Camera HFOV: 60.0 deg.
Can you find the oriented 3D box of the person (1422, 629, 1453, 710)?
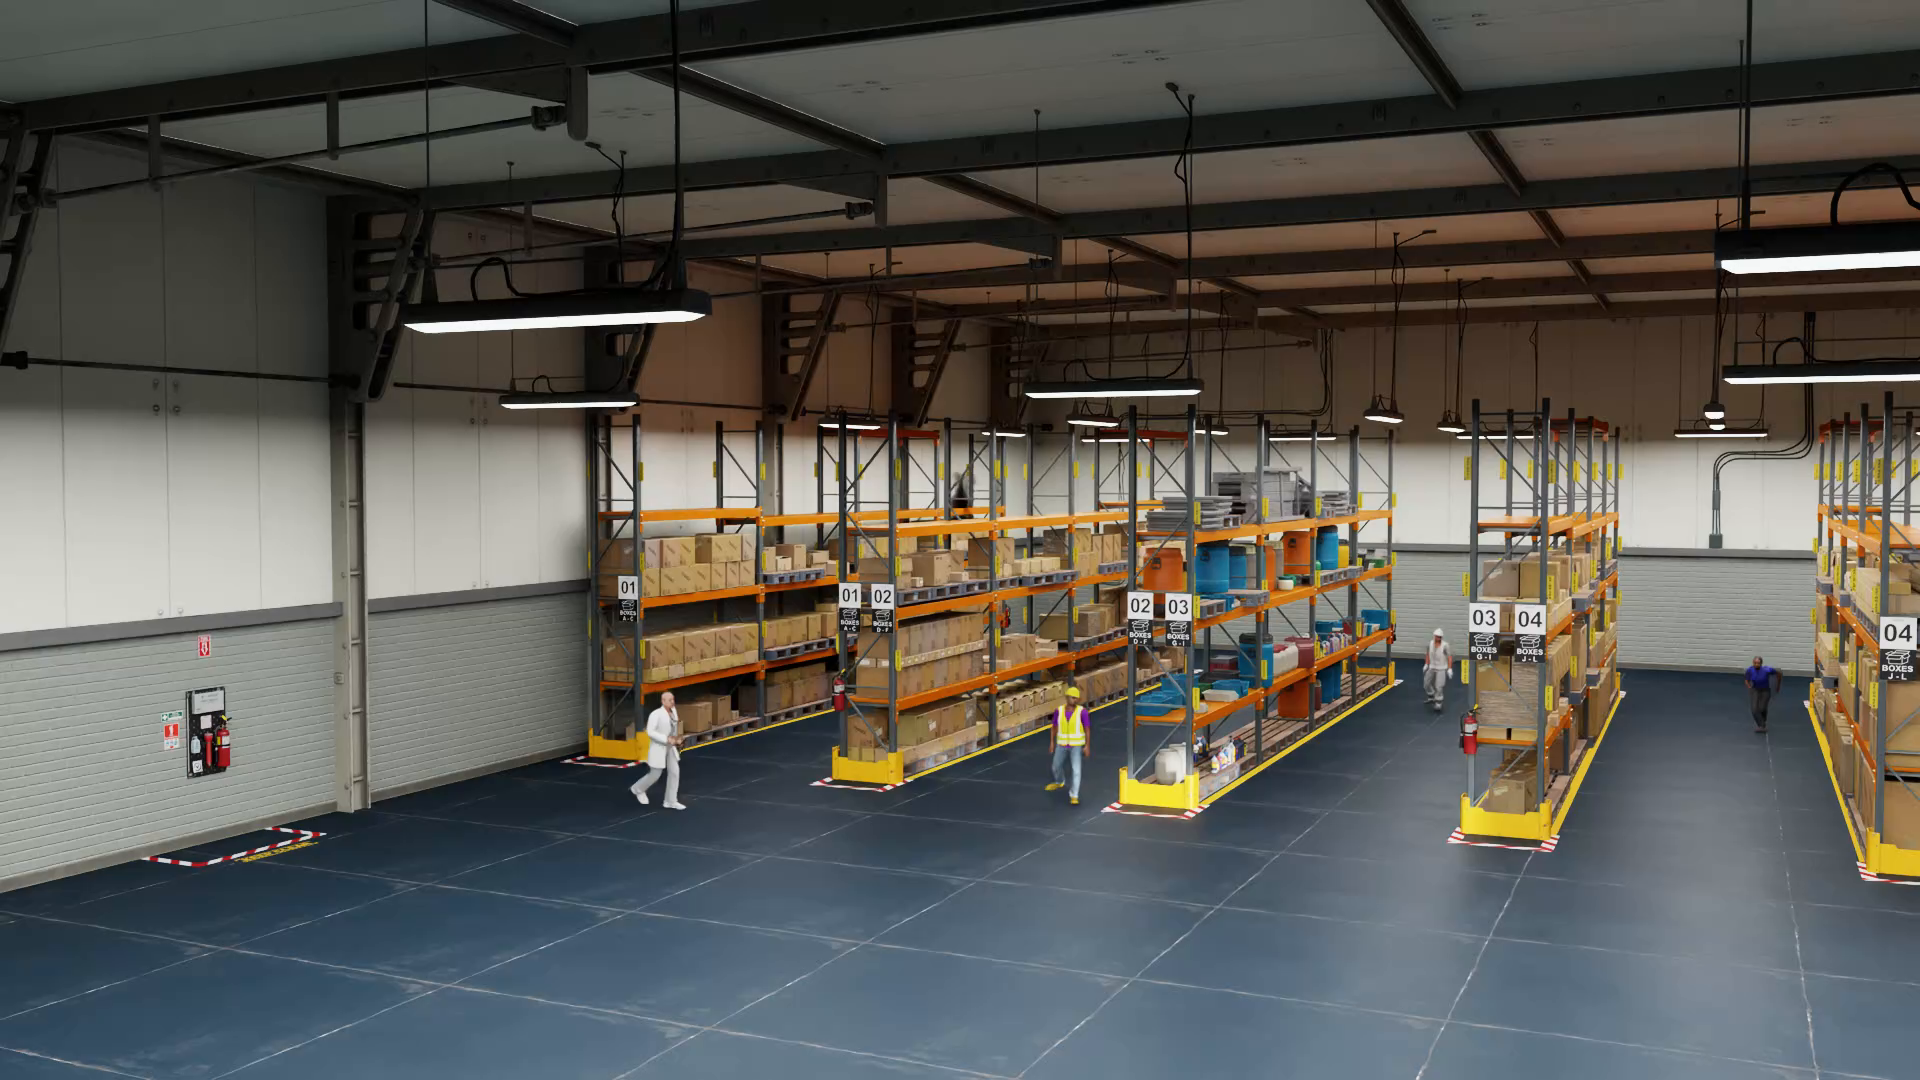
[{"bbox_3d":[10.009,2.699,34.892,0.643,1.724,0.851,-2,3,-43],"label":"person"}]

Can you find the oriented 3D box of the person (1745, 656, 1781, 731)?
[{"bbox_3d":[15.365,2.952,31.844,0.598,1.490,0.766,2,3,36],"label":"person"}]

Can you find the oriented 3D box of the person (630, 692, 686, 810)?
[{"bbox_3d":[-4.496,3.114,24.719,0.969,1.745,0.700,2,3,34],"label":"person"}]

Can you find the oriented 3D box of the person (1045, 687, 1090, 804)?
[{"bbox_3d":[1.621,3.086,25.183,0.784,1.740,0.633,1,2,17],"label":"person"}]
